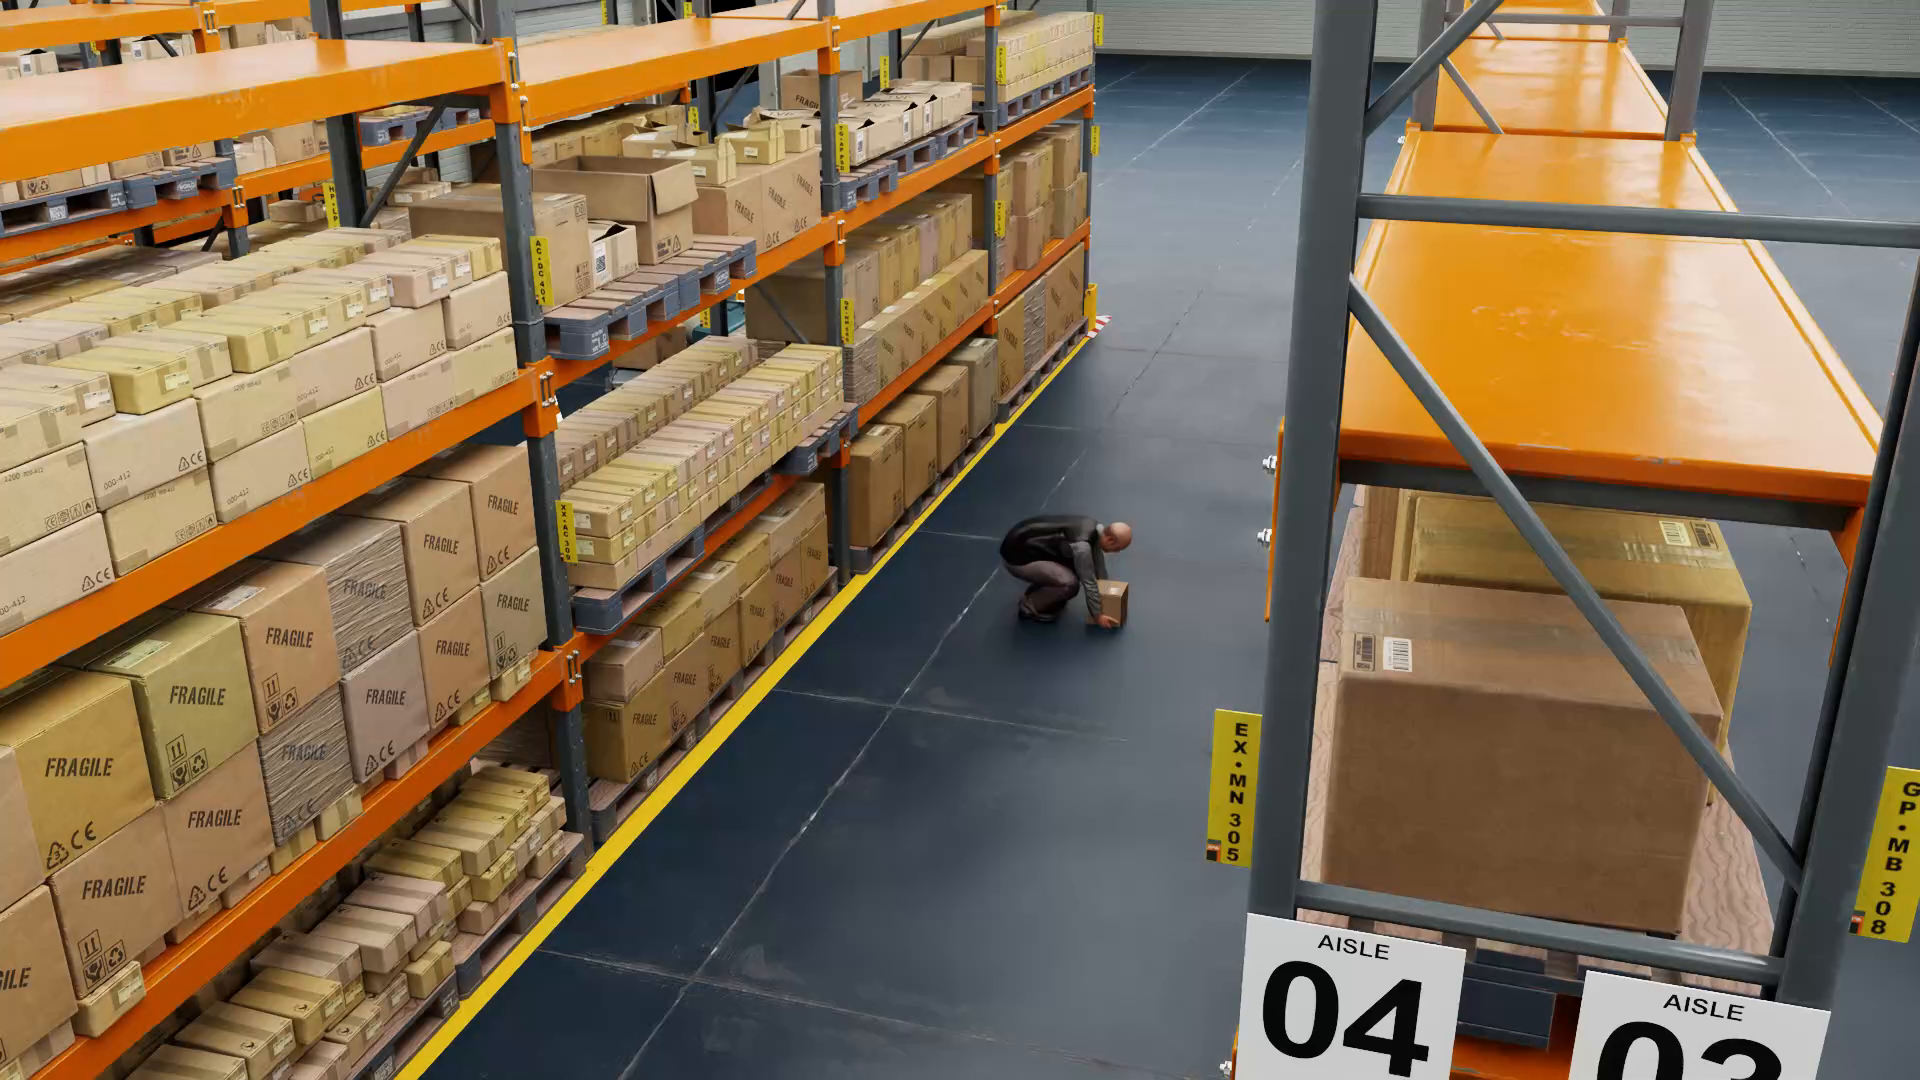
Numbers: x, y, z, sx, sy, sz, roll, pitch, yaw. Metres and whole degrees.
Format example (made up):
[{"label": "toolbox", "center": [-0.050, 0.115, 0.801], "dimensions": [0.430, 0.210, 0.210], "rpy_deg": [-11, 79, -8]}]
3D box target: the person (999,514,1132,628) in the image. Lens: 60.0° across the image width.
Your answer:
[{"label": "person", "center": [0.760, 0.205, 11.995], "dimensions": [0.933, 0.782, 0.509], "rpy_deg": [6, 23, 14]}]
